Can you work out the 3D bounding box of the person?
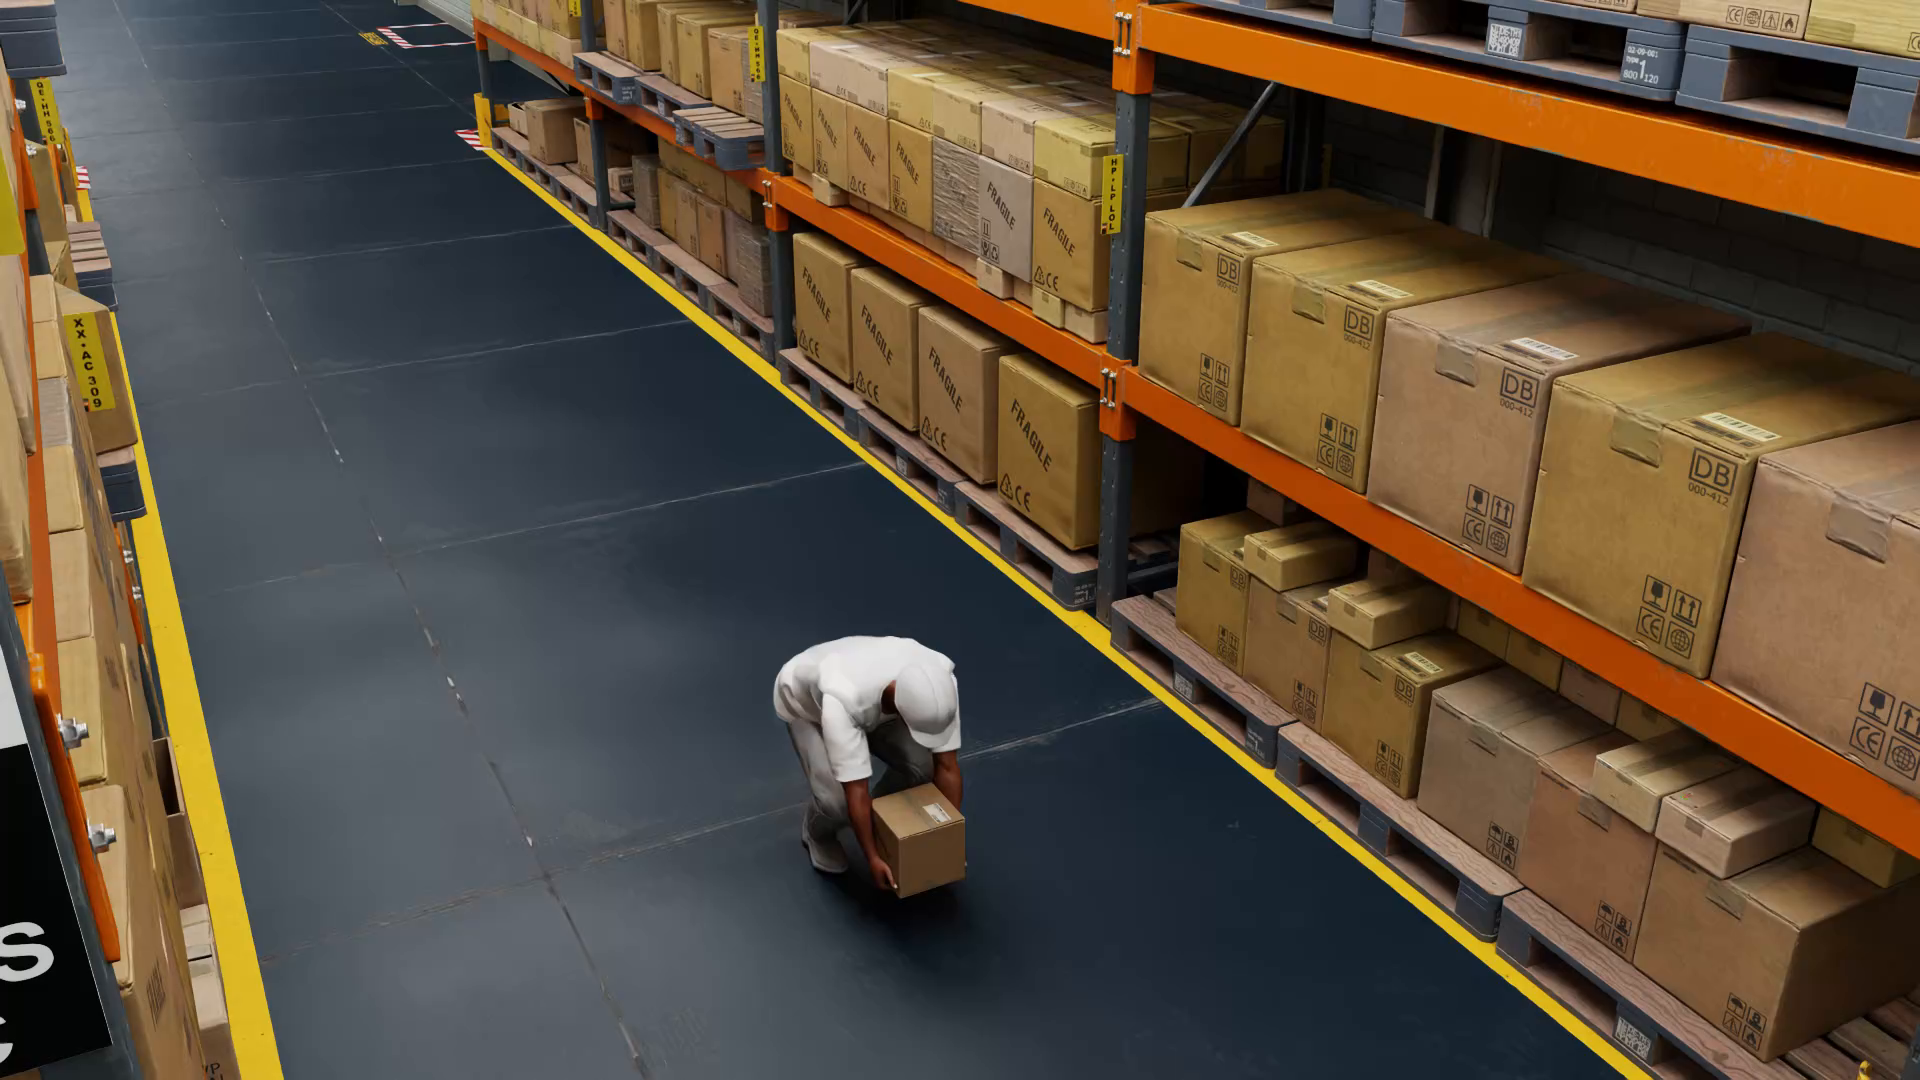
[{"bbox_3d":[-0.295,0.739,5.916,0.532,1.008,0.919,-14,29,-27],"label":"person"}]
